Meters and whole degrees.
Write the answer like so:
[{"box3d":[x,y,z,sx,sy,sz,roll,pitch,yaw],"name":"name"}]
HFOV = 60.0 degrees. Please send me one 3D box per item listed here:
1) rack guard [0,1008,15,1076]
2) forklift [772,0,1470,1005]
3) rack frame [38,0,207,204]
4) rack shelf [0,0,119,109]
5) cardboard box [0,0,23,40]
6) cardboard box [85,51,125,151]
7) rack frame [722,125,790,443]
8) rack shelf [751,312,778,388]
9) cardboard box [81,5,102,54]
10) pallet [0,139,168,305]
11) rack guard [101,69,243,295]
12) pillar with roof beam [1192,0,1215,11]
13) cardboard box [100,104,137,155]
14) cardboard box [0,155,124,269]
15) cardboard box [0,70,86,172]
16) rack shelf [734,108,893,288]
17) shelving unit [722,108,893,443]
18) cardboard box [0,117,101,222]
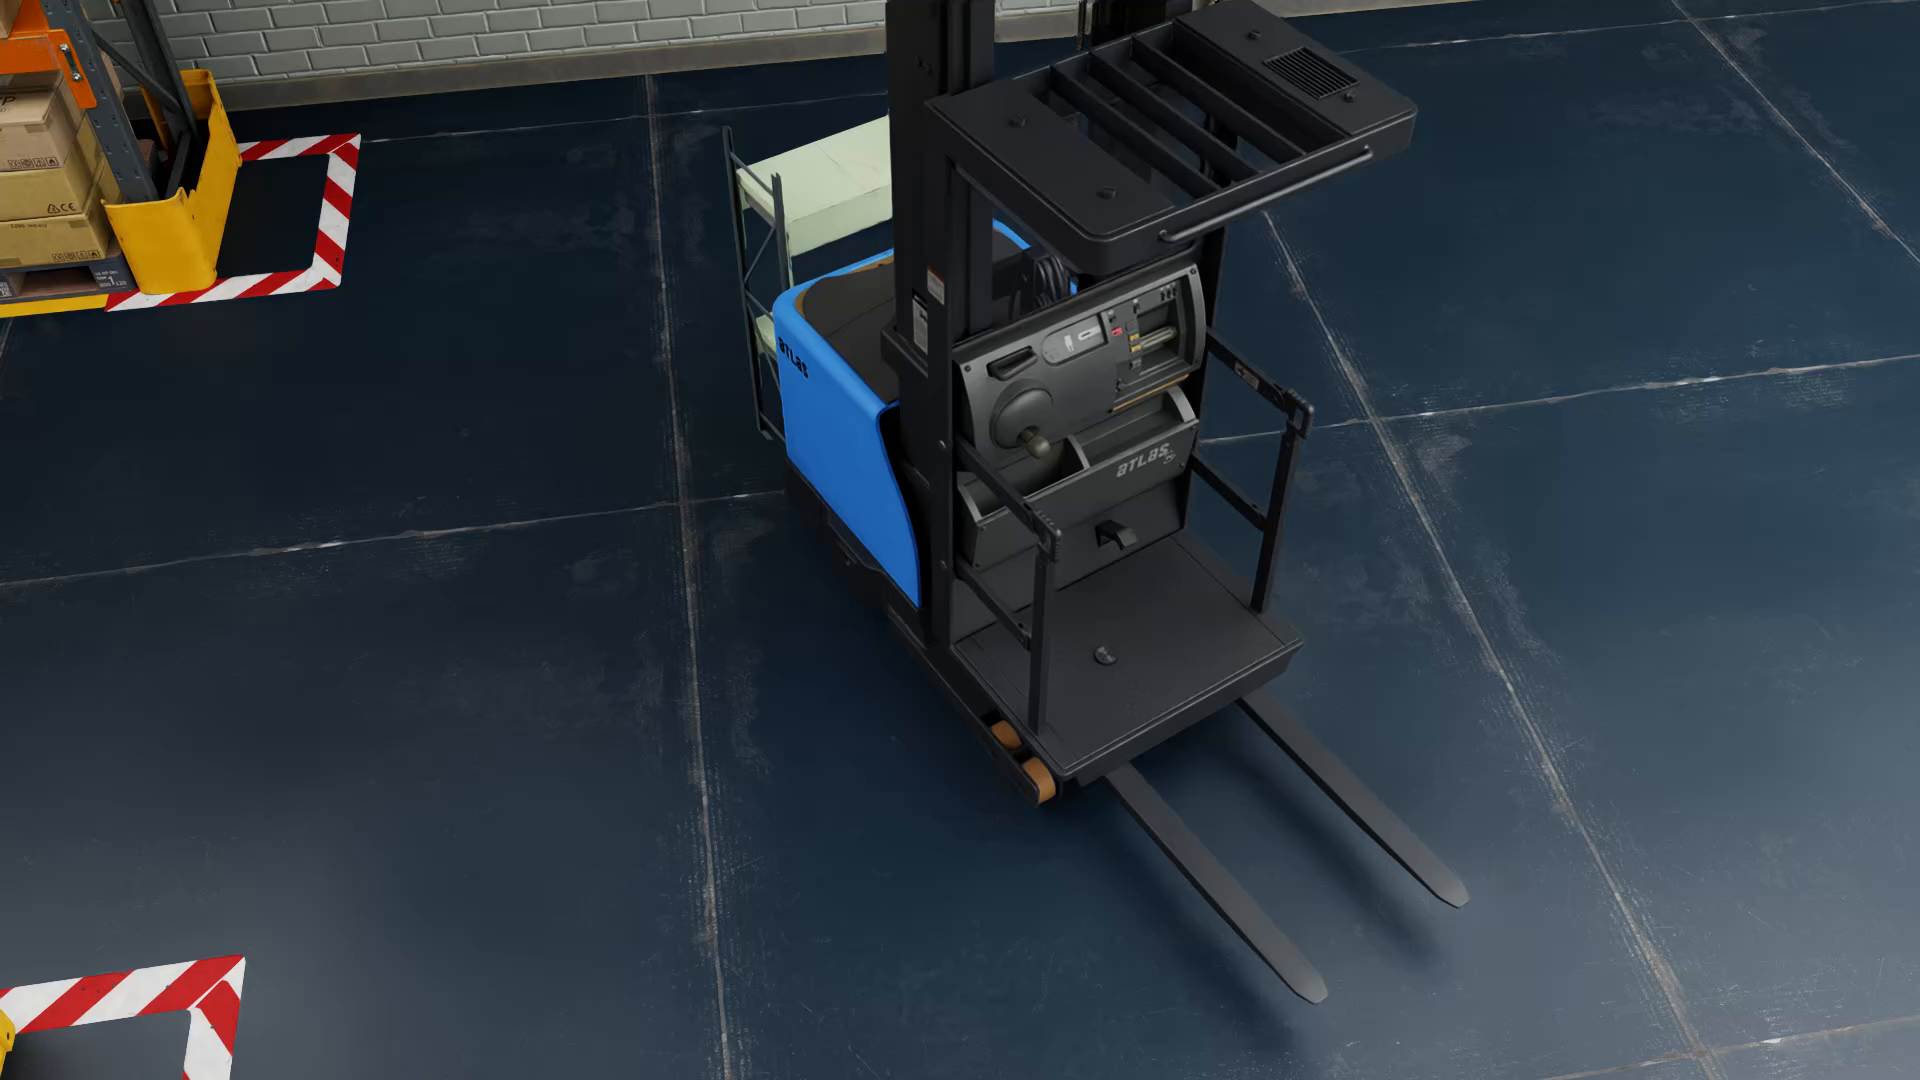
[{"box3d":[-3.064,1.775,4.693,0.348,0.500,1.175,-7,46,-7],"name":"rack guard"},{"box3d":[0.523,-0.484,5.181,1.130,2.935,3.031,-26,51,-23],"name":"forklift"},{"box3d":[-3.839,-2.623,7.195,0.127,3.000,1.000,-7,46,-7],"name":"rack frame"},{"box3d":[-5.810,-2.128,7.217,4.000,0.370,1.077,-7,46,-7],"name":"rack shelf"},{"box3d":[-4.279,-2.411,6.921,0.500,0.500,0.500,-8,47,-8],"name":"cardboard box"},{"box3d":[-4.338,-2.078,7.940,0.500,0.250,0.500,-6,46,-6],"name":"cardboard box"},{"box3d":[-0.758,-0.888,6.565,0.023,1.500,0.400,-26,51,-23],"name":"rack frame"},{"box3d":[-0.455,-0.810,6.942,0.720,0.370,0.431,-26,51,-23],"name":"rack shelf"},{"box3d":[-4.345,-2.237,7.746,0.500,0.250,0.500,-8,47,-7],"name":"cardboard box"},{"box3d":[-4.585,-1.532,8.080,1.213,0.211,1.003,-7,46,-7],"name":"pallet"},{"box3d":[-3.815,-1.759,8.098,0.348,0.500,1.175,-7,46,-7],"name":"rack guard"},{"box3d":[1.968,-2.941,3.335,0.400,9.000,9.100,-7,46,-7],"name":"pillar with roof beam"},{"box3d":[-4.356,-1.894,8.109,0.500,0.250,0.500,-7,46,-7],"name":"cardboard box"},{"box3d":[-4.248,-1.533,7.762,0.500,0.250,0.500,-7,46,-7],"name":"cardboard box"},{"box3d":[-4.239,-1.884,7.406,0.500,0.250,0.500,-6,46,-5],"name":"cardboard box"},{"box3d":[-0.455,-1.307,6.426,0.720,0.370,0.431,-26,51,-23],"name":"rack shelf"},{"box3d":[-0.455,-1.037,6.707,0.755,1.500,0.431,-26,51,-23],"name":"shelving unit"},{"box3d":[-4.265,-1.707,7.582,0.500,0.250,0.500,-8,47,-7],"name":"cardboard box"}]
